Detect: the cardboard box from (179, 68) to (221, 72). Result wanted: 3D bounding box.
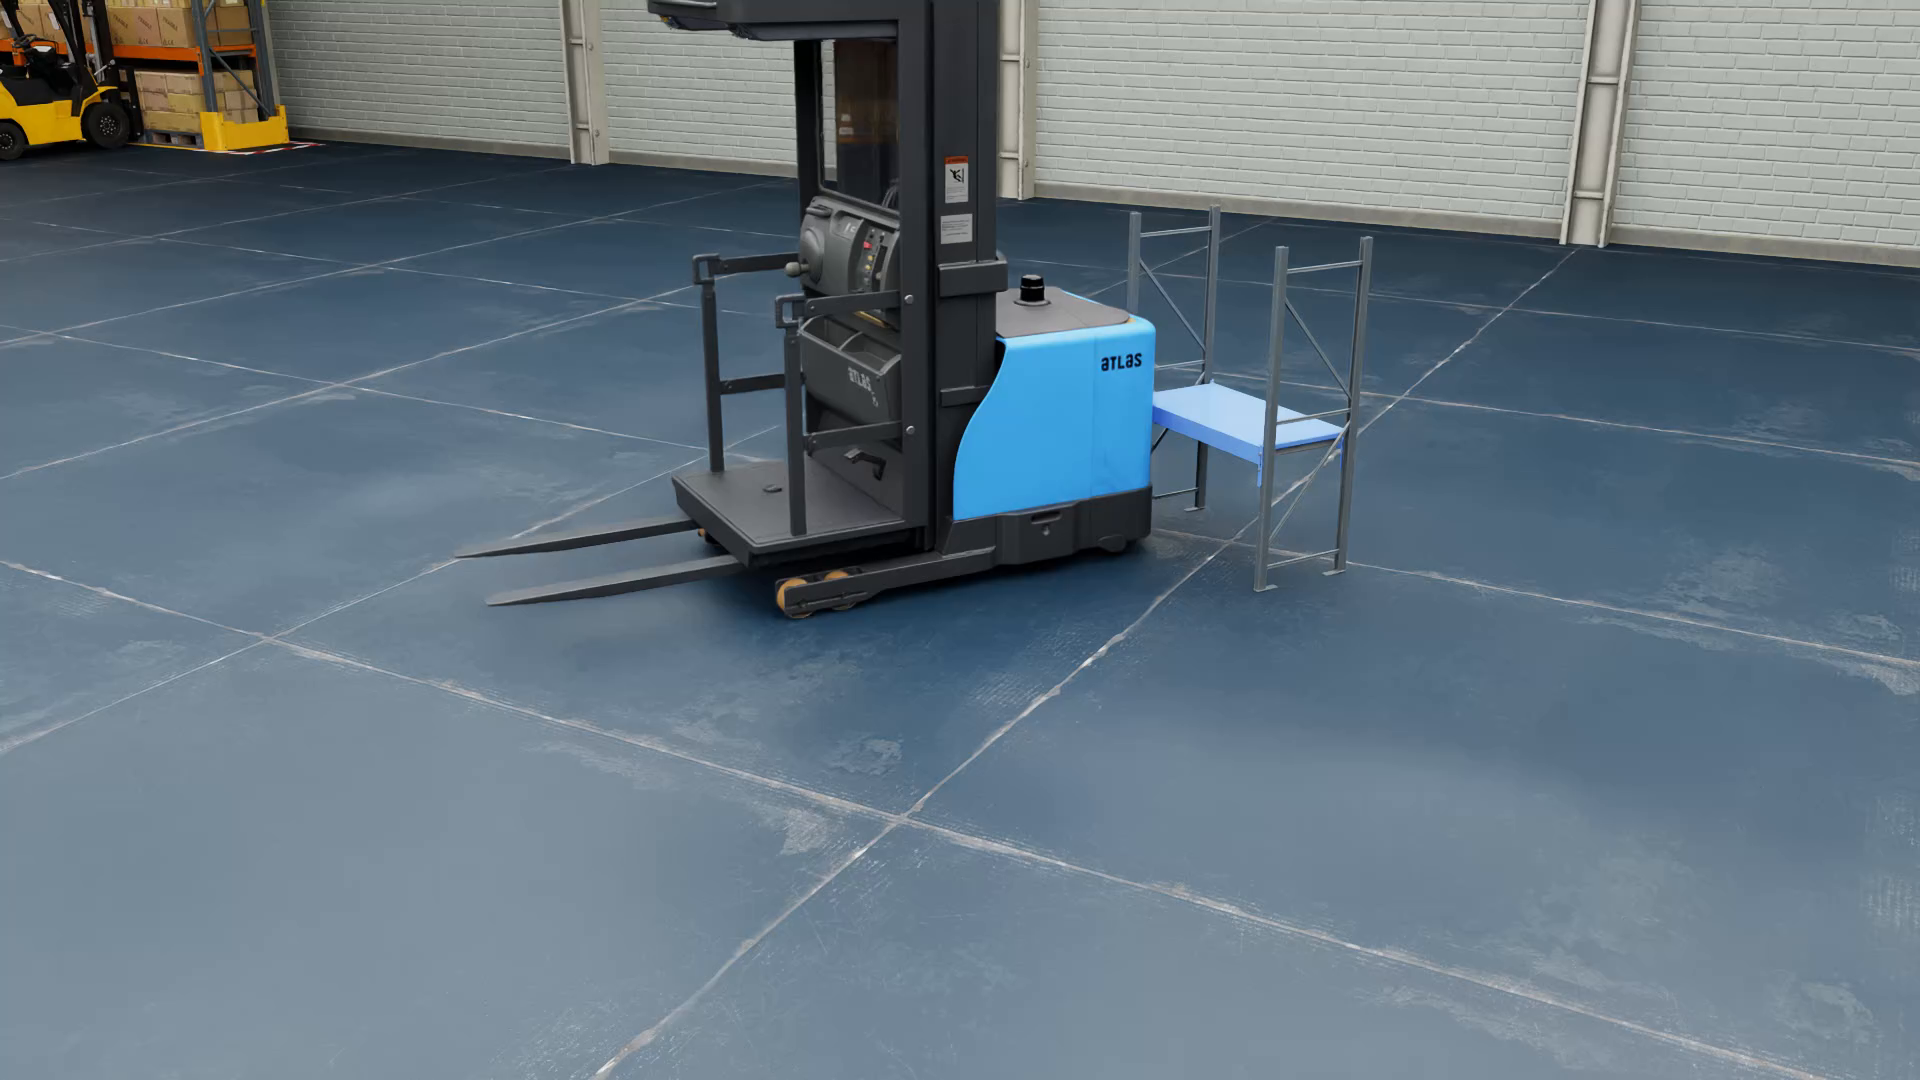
[{"bbox_3d":[-10.495,-6.378,23.001,0.500,0.250,0.500,11,23,27],"label":"cardboard box"}]

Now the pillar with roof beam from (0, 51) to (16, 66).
[{"bbox_3d":[-17.235,-9.706,21.426,0.400,9.000,9.100,11,23,27],"label":"pillar with roof beam"}]

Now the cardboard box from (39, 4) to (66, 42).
[{"bbox_3d":[-12.499,-7.264,23.346,0.500,0.500,0.500,11,23,28],"label":"cardboard box"}]

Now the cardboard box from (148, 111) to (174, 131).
[{"bbox_3d":[-10.723,-5.760,22.761,0.500,0.250,0.500,11,23,27],"label":"cardboard box"}]

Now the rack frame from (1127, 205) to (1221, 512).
[{"bbox_3d":[0.997,-0.822,7.932,0.500,1.500,0.032,-11,23,-28],"label":"rack frame"}]

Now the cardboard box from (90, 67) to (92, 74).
[{"bbox_3d":[-12.071,-6.484,23.292,0.500,0.250,0.500,12,23,29],"label":"cardboard box"}]

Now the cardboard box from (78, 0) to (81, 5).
[{"bbox_3d":[-11.968,-7.450,22.906,0.250,0.149,0.380,10,22,26],"label":"cardboard box"}]

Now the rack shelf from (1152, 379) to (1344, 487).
[{"bbox_3d":[1.251,-0.503,7.579,0.538,0.185,1.000,-11,23,-28],"label":"rack shelf"}]

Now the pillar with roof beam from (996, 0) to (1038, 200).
[{"bbox_3d":[-1.521,-6.712,13.173,0.400,9.000,9.100,11,23,27],"label":"pillar with roof beam"}]

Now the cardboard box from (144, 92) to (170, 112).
[{"bbox_3d":[-10.740,-6.000,22.689,0.500,0.250,0.500,11,22,27],"label":"cardboard box"}]

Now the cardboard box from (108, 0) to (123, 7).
[{"bbox_3d":[-11.301,-7.318,22.541,0.250,0.149,0.380,11,23,28],"label":"cardboard box"}]

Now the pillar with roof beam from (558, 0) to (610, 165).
[{"bbox_3d":[-6.759,-7.710,15.924,0.400,9.000,9.100,11,23,27],"label":"pillar with roof beam"}]

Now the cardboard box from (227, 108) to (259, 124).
[{"bbox_3d":[-10.063,-5.830,22.955,0.500,0.250,0.500,11,23,28],"label":"cardboard box"}]

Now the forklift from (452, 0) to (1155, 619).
[{"bbox_3d":[-0.661,-1.252,7.019,3.031,2.935,1.130,-10,22,-26],"label":"forklift"}]

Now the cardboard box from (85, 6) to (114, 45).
[{"bbox_3d":[-11.627,-7.090,22.867,0.500,0.500,0.500,11,23,28],"label":"cardboard box"}]

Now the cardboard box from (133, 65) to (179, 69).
[{"bbox_3d":[-11.370,-6.552,23.479,0.500,0.250,0.500,10,22,26],"label":"cardboard box"}]

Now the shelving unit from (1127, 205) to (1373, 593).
[{"bbox_3d":[1.251,-0.672,7.518,0.538,1.500,1.048,-11,23,-28],"label":"shelving unit"}]

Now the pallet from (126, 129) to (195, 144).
[{"bbox_3d":[-11.479,-5.792,23.524,1.213,0.211,1.003,11,23,27],"label":"pallet"}]

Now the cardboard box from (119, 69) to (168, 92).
[{"bbox_3d":[-11.178,-6.308,22.806,0.500,0.250,0.500,11,23,28],"label":"cardboard box"}]

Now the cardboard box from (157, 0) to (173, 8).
[{"bbox_3d":[-10.407,-7.145,22.066,0.250,0.149,0.380,11,23,28],"label":"cardboard box"}]

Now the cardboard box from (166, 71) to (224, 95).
[{"bbox_3d":[-10.284,-6.144,22.354,0.500,0.250,0.500,12,23,29],"label":"cardboard box"}]

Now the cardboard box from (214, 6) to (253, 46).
[{"bbox_3d":[-10.027,-6.997,22.610,0.500,0.500,0.500,12,23,29],"label":"cardboard box"}]

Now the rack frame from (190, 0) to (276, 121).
[{"bbox_3d":[-9.730,-6.785,22.172,0.127,3.000,1.000,11,23,27],"label":"rack frame"}]

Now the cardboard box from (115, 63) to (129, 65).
[{"bbox_3d":[-12.248,-6.721,23.946,0.500,0.250,0.500,10,22,27],"label":"cardboard box"}]

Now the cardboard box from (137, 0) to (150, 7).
[{"bbox_3d":[-10.814,-7.251,22.358,0.250,0.149,0.380,11,22,27],"label":"cardboard box"}]

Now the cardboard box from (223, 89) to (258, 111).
[{"bbox_3d":[-10.039,-6.065,22.870,0.500,0.250,0.500,11,23,28],"label":"cardboard box"}]

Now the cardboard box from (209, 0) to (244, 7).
[{"bbox_3d":[-9.899,-7.271,22.413,0.250,0.149,0.380,10,22,26],"label":"cardboard box"}]

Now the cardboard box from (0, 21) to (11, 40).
[{"bbox_3d":[-13.789,-7.386,24.048,0.500,0.250,0.500,11,23,29],"label":"cardboard box"}]

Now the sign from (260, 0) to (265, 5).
[{"bbox_3d":[-9.454,-7.394,22.464,0.005,0.325,0.100,11,23,27],"label":"sign"}]

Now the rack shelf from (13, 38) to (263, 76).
[{"bbox_3d":[-11.476,-6.780,23.212,4.000,0.370,1.077,11,23,27],"label":"rack shelf"}]

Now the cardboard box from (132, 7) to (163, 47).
[{"bbox_3d":[-10.736,-6.925,22.410,0.500,0.500,0.500,12,23,29],"label":"cardboard box"}]

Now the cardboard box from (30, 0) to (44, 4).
[{"bbox_3d":[-12.845,-7.629,23.399,0.250,0.149,0.380,11,23,29],"label":"cardboard box"}]
